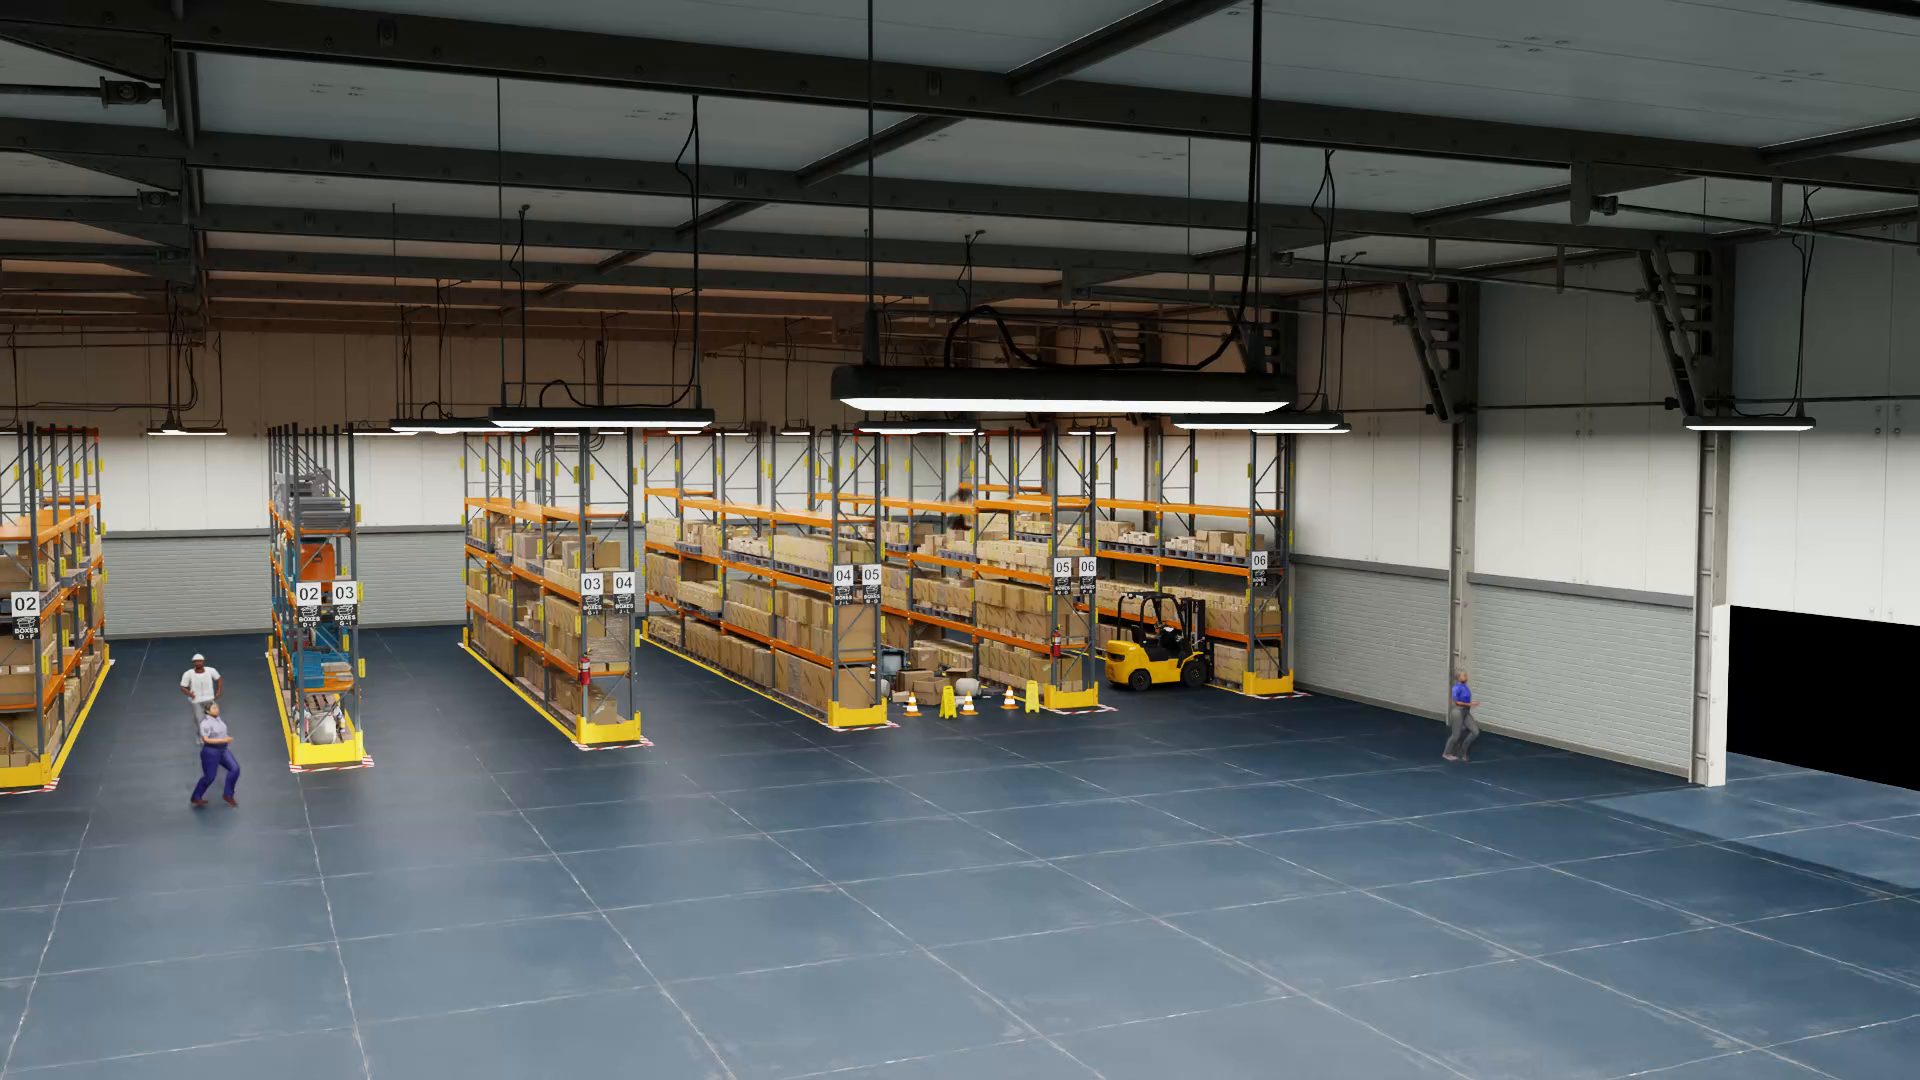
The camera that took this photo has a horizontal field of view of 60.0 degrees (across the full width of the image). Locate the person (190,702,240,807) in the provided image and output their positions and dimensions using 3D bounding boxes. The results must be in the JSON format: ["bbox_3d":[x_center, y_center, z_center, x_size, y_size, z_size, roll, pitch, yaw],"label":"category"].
[{"bbox_3d":[-11.594,3.355,25.861,0.733,1.667,0.608,1,4,10],"label":"person"}]

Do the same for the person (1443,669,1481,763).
[{"bbox_3d":[8.859,3.110,29.296,0.544,1.664,0.688,-3,5,-42],"label":"person"}]

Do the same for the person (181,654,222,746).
[{"bbox_3d":[-14.025,2.975,30.778,0.712,1.737,0.653,-2,4,-28],"label":"person"}]

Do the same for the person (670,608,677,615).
[{"bbox_3d":[-8.446,1.886,49.442,1.091,1.625,0.760,2,4,23],"label":"person"}]

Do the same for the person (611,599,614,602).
[{"bbox_3d":[-9.166,2.141,44.962,0.668,1.690,0.661,-1,4,-14],"label":"person"}]
